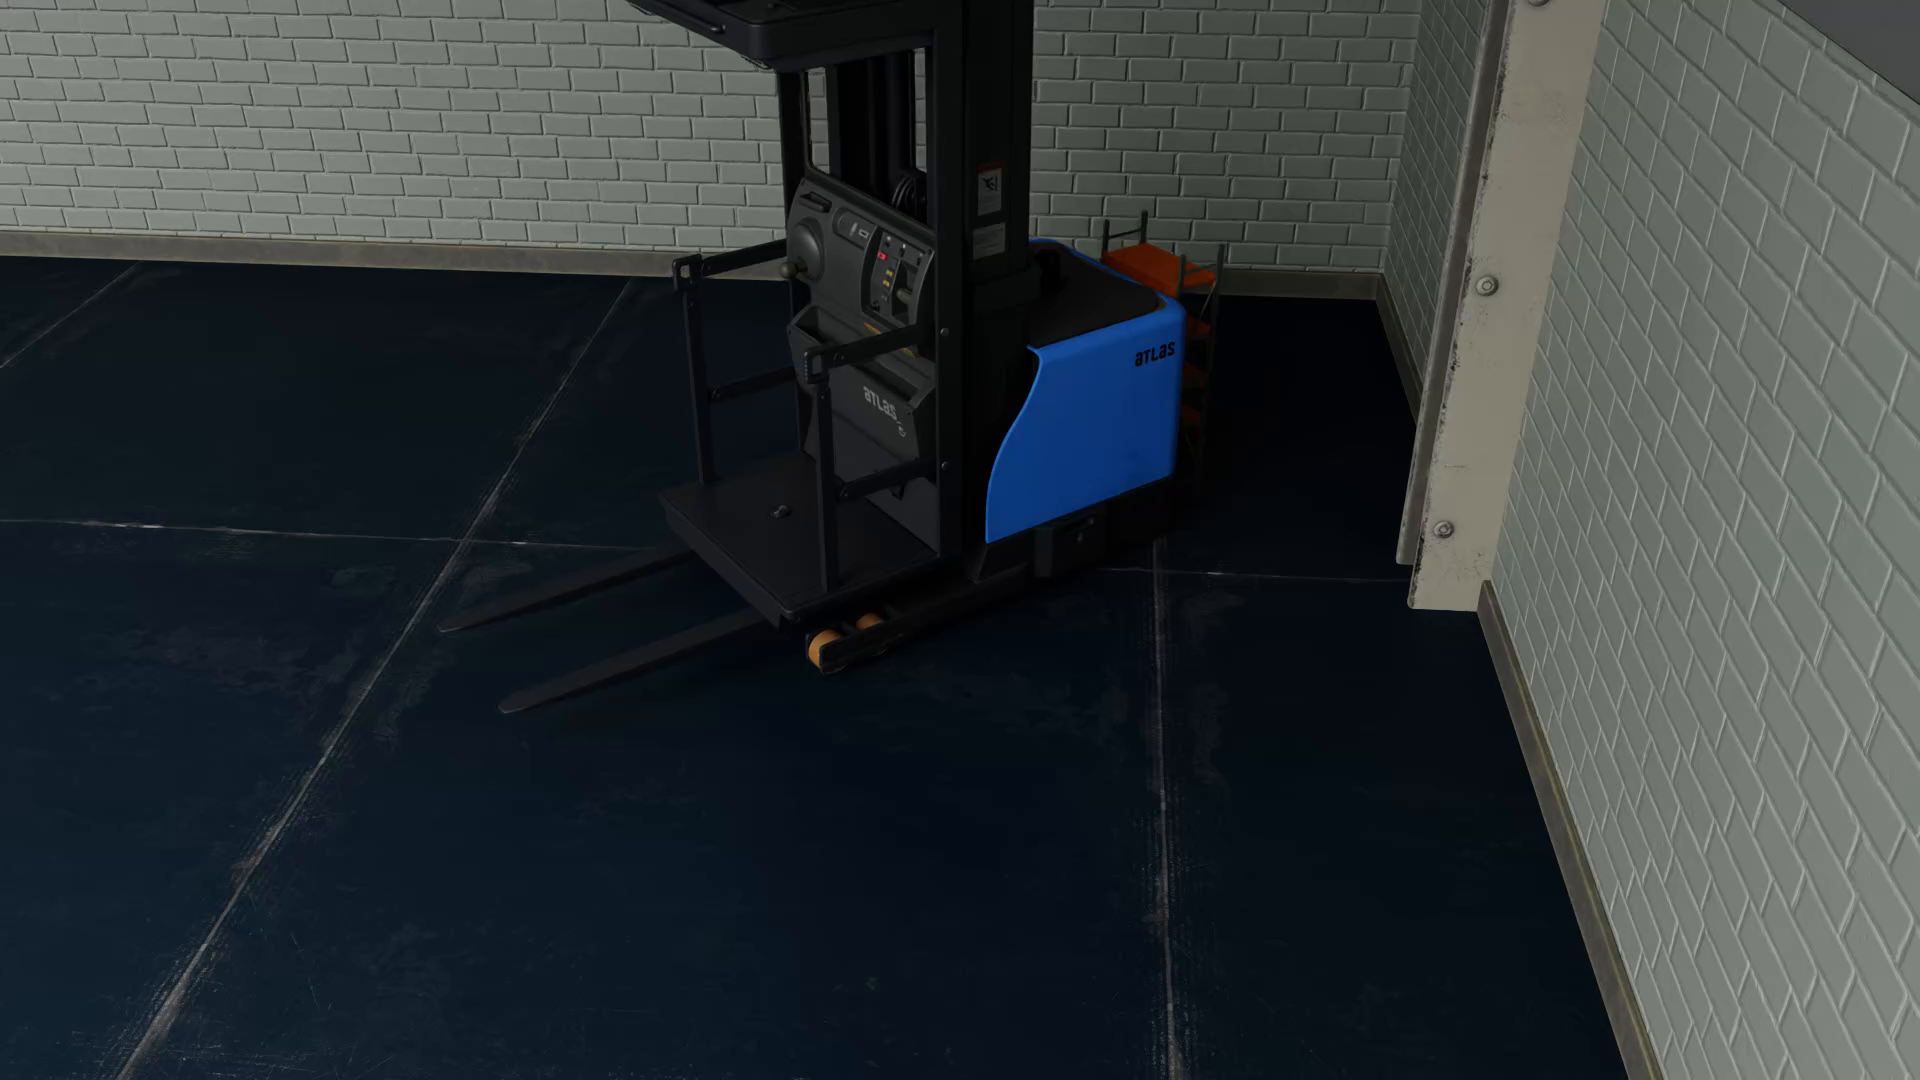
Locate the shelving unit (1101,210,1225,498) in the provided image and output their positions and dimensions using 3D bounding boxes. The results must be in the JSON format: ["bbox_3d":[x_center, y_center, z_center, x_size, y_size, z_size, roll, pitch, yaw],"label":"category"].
[{"bbox_3d":[0.854,-0.795,7.390,0.258,1.200,0.503,-19,37,-31],"label":"shelving unit"}]

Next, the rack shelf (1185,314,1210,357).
[{"bbox_3d":[0.857,-0.930,7.310,0.258,0.148,0.480,-19,37,-31],"label":"rack shelf"}]

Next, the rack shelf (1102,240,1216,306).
[{"bbox_3d":[0.863,-1.133,7.189,0.258,0.148,0.480,-19,37,-31],"label":"rack shelf"}]

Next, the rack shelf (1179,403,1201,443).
[{"bbox_3d":[0.848,-0.567,7.526,0.258,0.148,0.480,-19,37,-31],"label":"rack shelf"}]

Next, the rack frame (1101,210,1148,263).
[{"bbox_3d":[0.712,-0.899,7.559,0.240,1.200,0.015,-19,37,-31],"label":"rack frame"}]

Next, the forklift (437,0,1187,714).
[{"bbox_3d":[-0.555,-1.050,6.160,3.031,2.935,1.130,-20,37,-29],"label":"forklift"}]

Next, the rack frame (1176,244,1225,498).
[{"bbox_3d":[0.997,-0.691,7.222,0.240,1.200,0.015,-19,37,-31],"label":"rack frame"}]

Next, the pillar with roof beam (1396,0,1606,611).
[{"bbox_3d":[-2.285,-3.833,4.893,9.100,9.000,0.400,2,32,4],"label":"pillar with roof beam"}]

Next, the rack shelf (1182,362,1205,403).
[{"bbox_3d":[0.853,-0.738,7.425,0.258,0.148,0.480,-19,37,-31],"label":"rack shelf"}]
